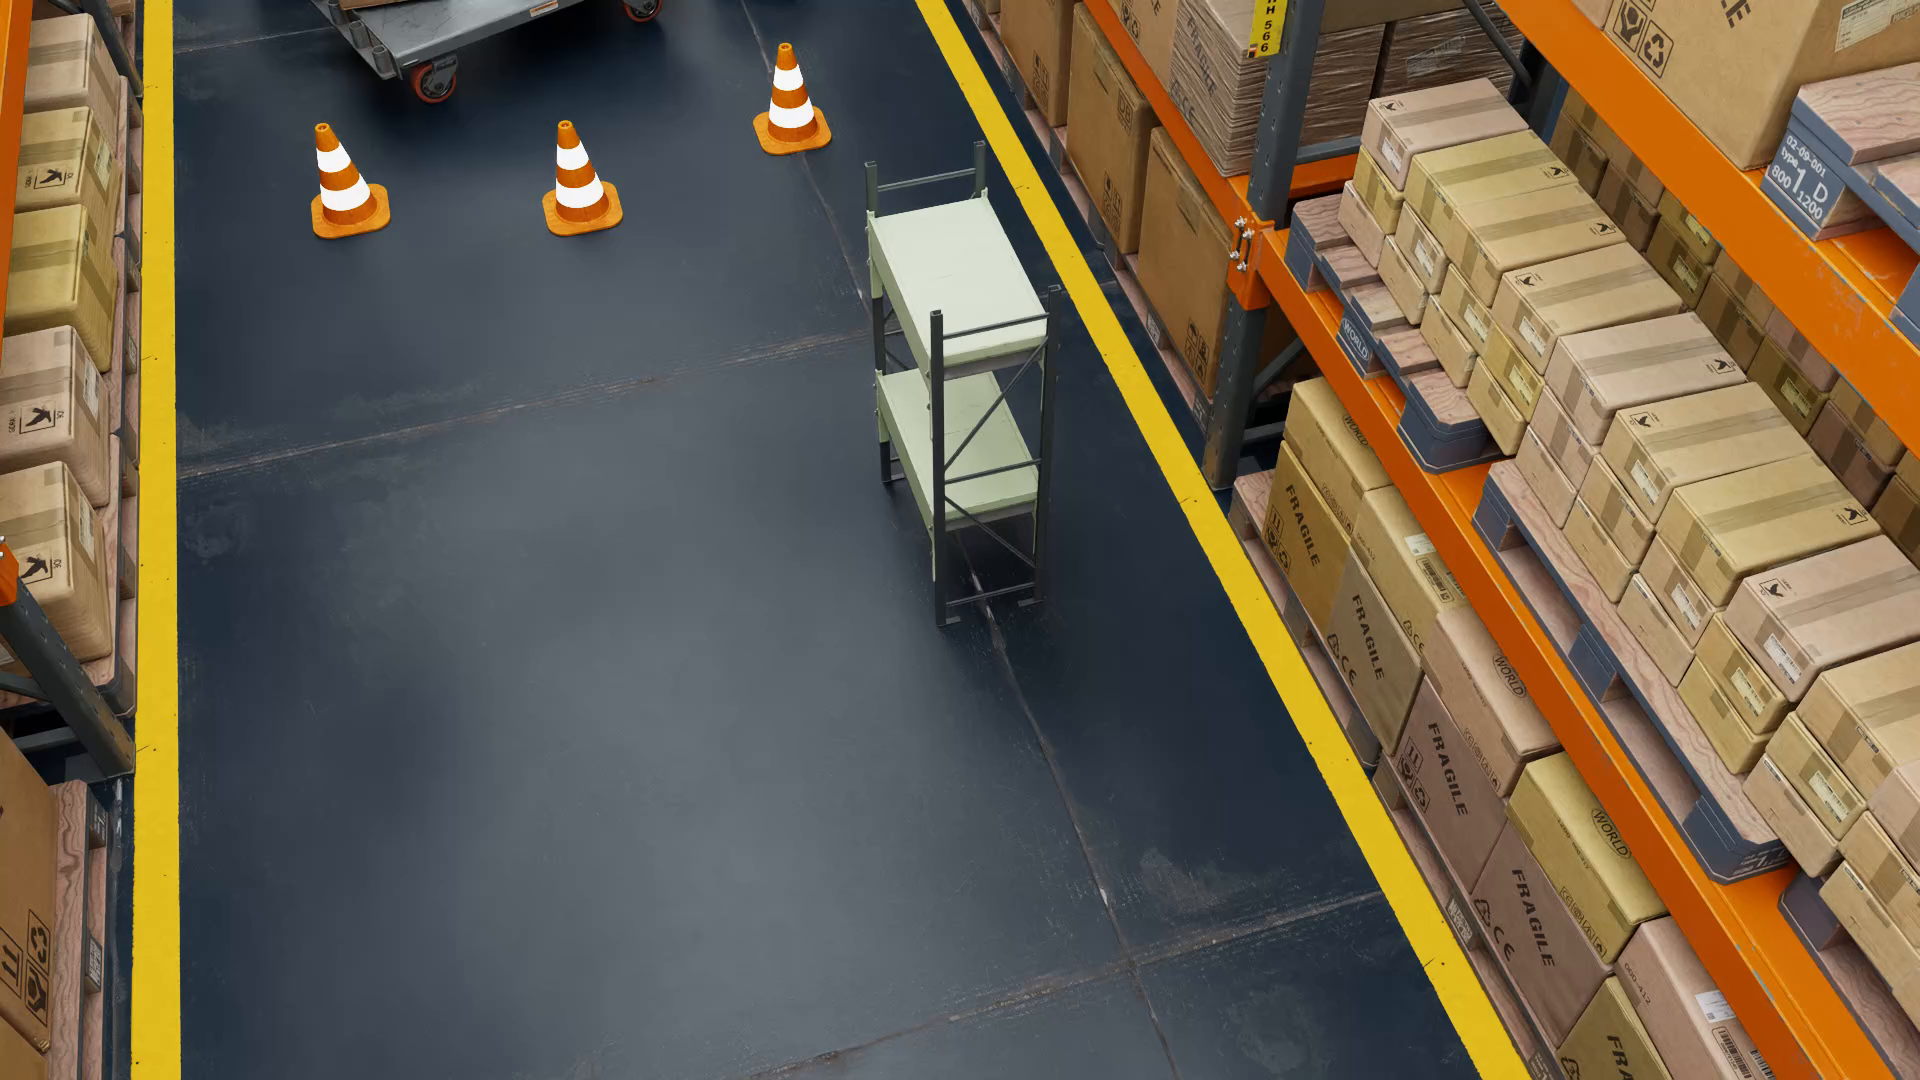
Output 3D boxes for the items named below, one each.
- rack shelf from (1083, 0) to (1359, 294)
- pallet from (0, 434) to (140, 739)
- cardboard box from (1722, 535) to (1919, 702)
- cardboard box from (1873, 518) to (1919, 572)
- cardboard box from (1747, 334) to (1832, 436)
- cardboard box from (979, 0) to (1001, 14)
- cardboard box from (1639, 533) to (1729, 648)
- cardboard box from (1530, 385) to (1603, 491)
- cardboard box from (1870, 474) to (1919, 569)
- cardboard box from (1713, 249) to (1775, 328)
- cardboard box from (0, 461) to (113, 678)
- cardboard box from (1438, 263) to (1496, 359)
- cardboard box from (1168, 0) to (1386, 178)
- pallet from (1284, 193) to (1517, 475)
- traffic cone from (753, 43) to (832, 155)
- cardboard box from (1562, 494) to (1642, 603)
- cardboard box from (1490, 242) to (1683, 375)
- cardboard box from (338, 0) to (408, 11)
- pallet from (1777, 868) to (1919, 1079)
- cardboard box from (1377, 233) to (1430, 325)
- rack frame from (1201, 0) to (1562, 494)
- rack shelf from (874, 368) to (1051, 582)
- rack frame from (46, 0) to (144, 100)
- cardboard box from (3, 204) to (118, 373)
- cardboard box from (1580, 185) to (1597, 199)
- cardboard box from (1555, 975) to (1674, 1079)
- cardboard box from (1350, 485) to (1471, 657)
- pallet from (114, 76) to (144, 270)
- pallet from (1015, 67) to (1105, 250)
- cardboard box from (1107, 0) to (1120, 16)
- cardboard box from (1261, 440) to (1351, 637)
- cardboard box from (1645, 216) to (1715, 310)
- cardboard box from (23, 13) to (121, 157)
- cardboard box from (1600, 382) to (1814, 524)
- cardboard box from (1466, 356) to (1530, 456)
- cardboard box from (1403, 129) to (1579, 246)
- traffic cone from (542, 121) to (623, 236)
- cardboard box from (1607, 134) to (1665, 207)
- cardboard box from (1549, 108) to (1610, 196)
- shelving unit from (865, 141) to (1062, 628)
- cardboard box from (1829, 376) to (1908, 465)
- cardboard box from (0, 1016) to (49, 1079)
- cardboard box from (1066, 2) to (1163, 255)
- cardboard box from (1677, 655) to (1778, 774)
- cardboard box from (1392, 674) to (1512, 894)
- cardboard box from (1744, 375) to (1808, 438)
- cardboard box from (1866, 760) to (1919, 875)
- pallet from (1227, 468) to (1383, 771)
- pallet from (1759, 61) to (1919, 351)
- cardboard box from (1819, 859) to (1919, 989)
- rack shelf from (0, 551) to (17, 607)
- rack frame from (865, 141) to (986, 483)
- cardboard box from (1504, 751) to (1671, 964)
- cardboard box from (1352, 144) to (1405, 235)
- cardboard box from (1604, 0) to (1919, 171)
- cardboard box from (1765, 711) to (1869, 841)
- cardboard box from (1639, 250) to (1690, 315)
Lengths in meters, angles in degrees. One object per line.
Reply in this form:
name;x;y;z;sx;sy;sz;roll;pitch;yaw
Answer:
rack shelf;0.842;-2.534;6.895;1.077;0.370;4.000;-13;51;-11
pallet;-3.495;0.216;5.930;1.003;0.211;1.213;-13;51;-11
cardboard box;1.927;0.169;3.646;0.380;0.149;0.250;-15;52;-13
cardboard box;2.477;0.033;4.150;0.380;0.149;0.250;-15;52;-13
cardboard box;2.320;-0.446;4.359;0.380;0.149;0.250;-14;51;-11
cardboard box;0.520;-3.204;8.186;1.050;0.750;0.750;-14;51;-11
cardboard box;1.851;0.080;3.916;0.380;0.149;0.250;-12;51;-10
cardboard box;1.697;-0.299;4.235;0.380;0.149;0.250;-13;51;-11
cardboard box;2.475;-0.067;4.040;0.380;0.149;0.250;-14;51;-12
cardboard box;2.249;-0.727;4.402;0.380;0.149;0.250;-12;51;-10
cardboard box;-3.423;0.185;5.576;0.950;0.372;0.625;-16;52;-13
cardboard box;1.549;-0.665;4.544;0.380;0.149;0.250;-15;51;-12
cardboard box;1.044;-1.605;5.576;0.500;0.500;0.500;-13;51;-11
pallet;1.746;-0.747;5.043;1.213;0.211;1.003;-13;51;-11
traffic cone;-0.795;-2.088;7.707;0.336;0.463;0.334;-13;51;-11
cardboard box;1.767;-0.019;4.194;0.380;0.149;0.250;-13;51;-10
cardboard box;1.613;-0.600;4.295;0.380;0.149;0.250;-15;52;-12
cardboard box;-2.757;-2.896;7.869;0.500;0.500;0.500;-13;51;-11
pallet;2.529;1.087;3.497;1.003;0.211;1.213;-13;51;-11
cardboard box;1.452;-0.791;4.844;0.380;0.149;0.250;-11;51;-9
rack frame;1.434;-1.305;5.388;1.000;3.000;0.127;-13;51;-11
rack shelf;-0.002;-0.278;5.930;0.431;0.370;0.720;-13;51;-11
rack frame;-4.448;-3.033;6.845;1.000;3.000;0.127;-13;51;-11
cardboard box;-3.867;-0.907;6.497;0.950;0.372;0.625;-12;51;-10
cardboard box;2.019;-1.103;5.107;0.380;0.149;0.250;-13;51;-10
cardboard box;2.006;1.429;4.444;0.500;0.500;0.500;-14;51;-12
cardboard box;1.556;0.052;5.114;0.500;0.250;0.500;-14;51;-11
pallet;-4.216;-1.566;7.432;1.003;0.211;1.213;-13;51;-11
pallet;0.915;-1.888;7.704;1.003;0.211;1.213;-13;51;-11
cardboard box;0.750;-2.335;6.191;0.500;0.500;0.500;-14;51;-12
cardboard box;1.399;-0.060;5.699;0.500;0.500;0.500;-15;52;-13
cardboard box;2.176;-0.811;4.667;0.380;0.149;0.250;-12;51;-10
cardboard box;-4.291;-1.939;7.367;0.950;0.372;0.625;-13;51;-11
cardboard box;1.775;-0.210;3.966;0.380;0.149;0.250;-12;51;-10
cardboard box;1.614;-0.397;4.512;0.380;0.149;0.250;-11;51;-9
cardboard box;1.467;-0.974;4.610;0.380;0.149;0.250;-15;51;-12
traffic cone;-1.703;-1.641;7.331;0.336;0.463;0.334;-13;51;-11
cardboard box;2.089;-1.113;4.727;0.380;0.149;0.250;-14;51;-11
cardboard box;2.015;-1.197;4.992;0.380;0.149;0.250;-12;51;-10
shelving unit;-0.002;-0.488;5.681;0.431;1.500;0.755;-13;51;-11
cardboard box;2.397;-0.352;4.085;0.380;0.149;0.250;-11;51;-9
cardboard box;-2.880;1.613;4.043;0.875;0.875;0.875;-13;51;-11
cardboard box;1.078;-1.818;7.017;1.050;0.750;0.750;-13;51;-10
cardboard box;1.922;0.366;3.869;0.380;0.149;0.250;-11;51;-9
cardboard box;1.707;0.680;5.075;0.500;0.500;0.500;-14;51;-12
cardboard box;2.318;-0.354;4.476;0.380;0.149;0.250;-15;52;-13
cardboard box;2.079;0.545;3.330;0.380;0.149;0.250;-13;51;-11
pallet;1.663;0.165;5.973;1.003;0.211;1.213;-13;51;-11
pallet;2.226;-0.521;2.889;1.213;0.211;1.003;-13;51;-11
cardboard box;2.087;0.762;3.536;0.380;0.149;0.250;-16;52;-13
rack shelf;-2.674;1.581;3.426;1.077;0.370;4.000;-13;51;-11
rack frame;-0.110;-0.756;5.906;0.400;1.500;0.023;-13;51;-11
cardboard box;1.846;0.797;4.486;0.500;0.250;0.500;-15;52;-13
cardboard box;1.385;-1.057;4.874;0.380;0.149;0.250;-11;51;-9
cardboard box;1.656;-1.099;3.187;0.500;0.500;0.500;-13;51;-11
cardboard box;2.000;0.457;3.598;0.380;0.149;0.250;-16;52;-13
cardboard box;2.167;-0.733;4.796;0.380;0.149;0.250;-13;51;-10
